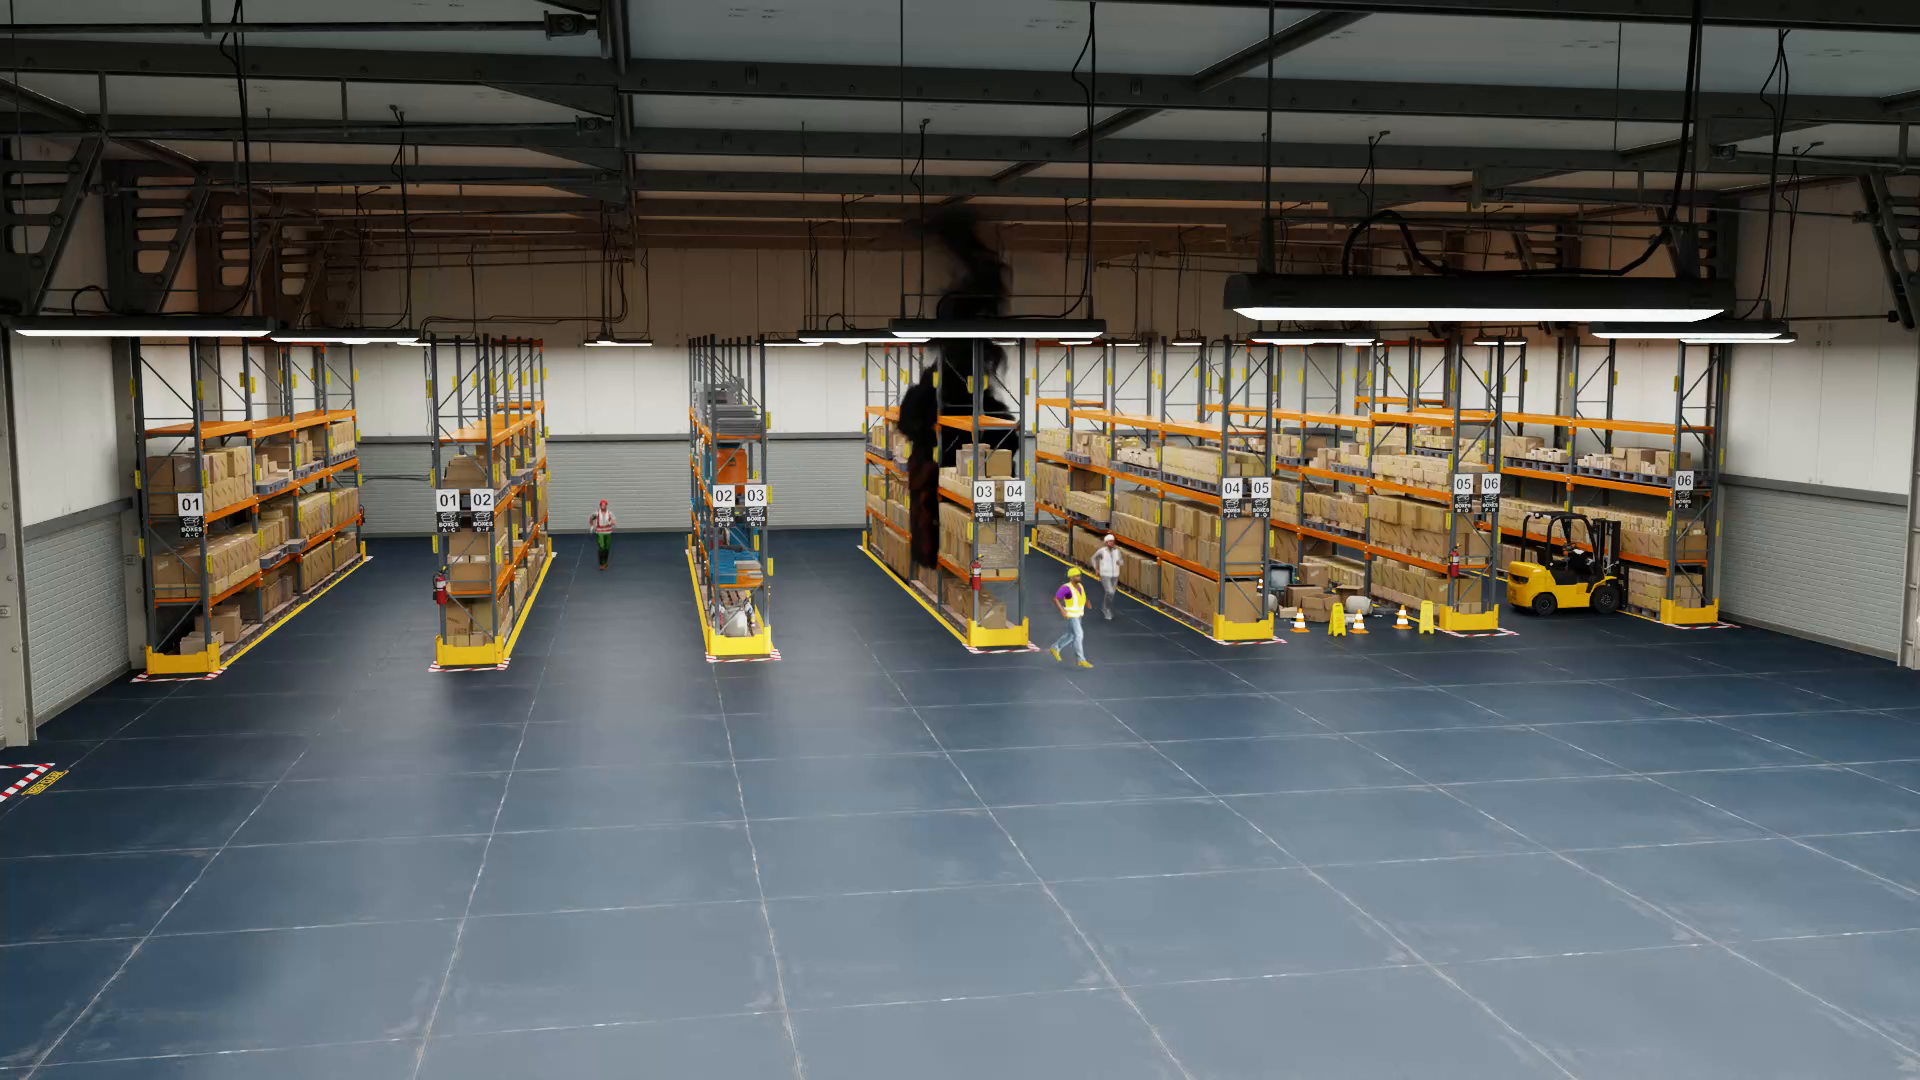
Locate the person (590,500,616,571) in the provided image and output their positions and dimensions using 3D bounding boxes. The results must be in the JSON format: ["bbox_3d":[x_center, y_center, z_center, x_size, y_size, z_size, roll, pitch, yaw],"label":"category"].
[{"bbox_3d":[-9.292,-0.130,43.370,0.645,1.845,0.771,-3,7,-24],"label":"person"}]

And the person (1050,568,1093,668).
[{"bbox_3d":[2.034,1.372,30.027,0.946,1.764,0.702,4,8,32],"label":"person"}]

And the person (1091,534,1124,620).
[{"bbox_3d":[3.176,0.793,35.437,0.624,1.831,0.752,-3,7,-25],"label":"person"}]
